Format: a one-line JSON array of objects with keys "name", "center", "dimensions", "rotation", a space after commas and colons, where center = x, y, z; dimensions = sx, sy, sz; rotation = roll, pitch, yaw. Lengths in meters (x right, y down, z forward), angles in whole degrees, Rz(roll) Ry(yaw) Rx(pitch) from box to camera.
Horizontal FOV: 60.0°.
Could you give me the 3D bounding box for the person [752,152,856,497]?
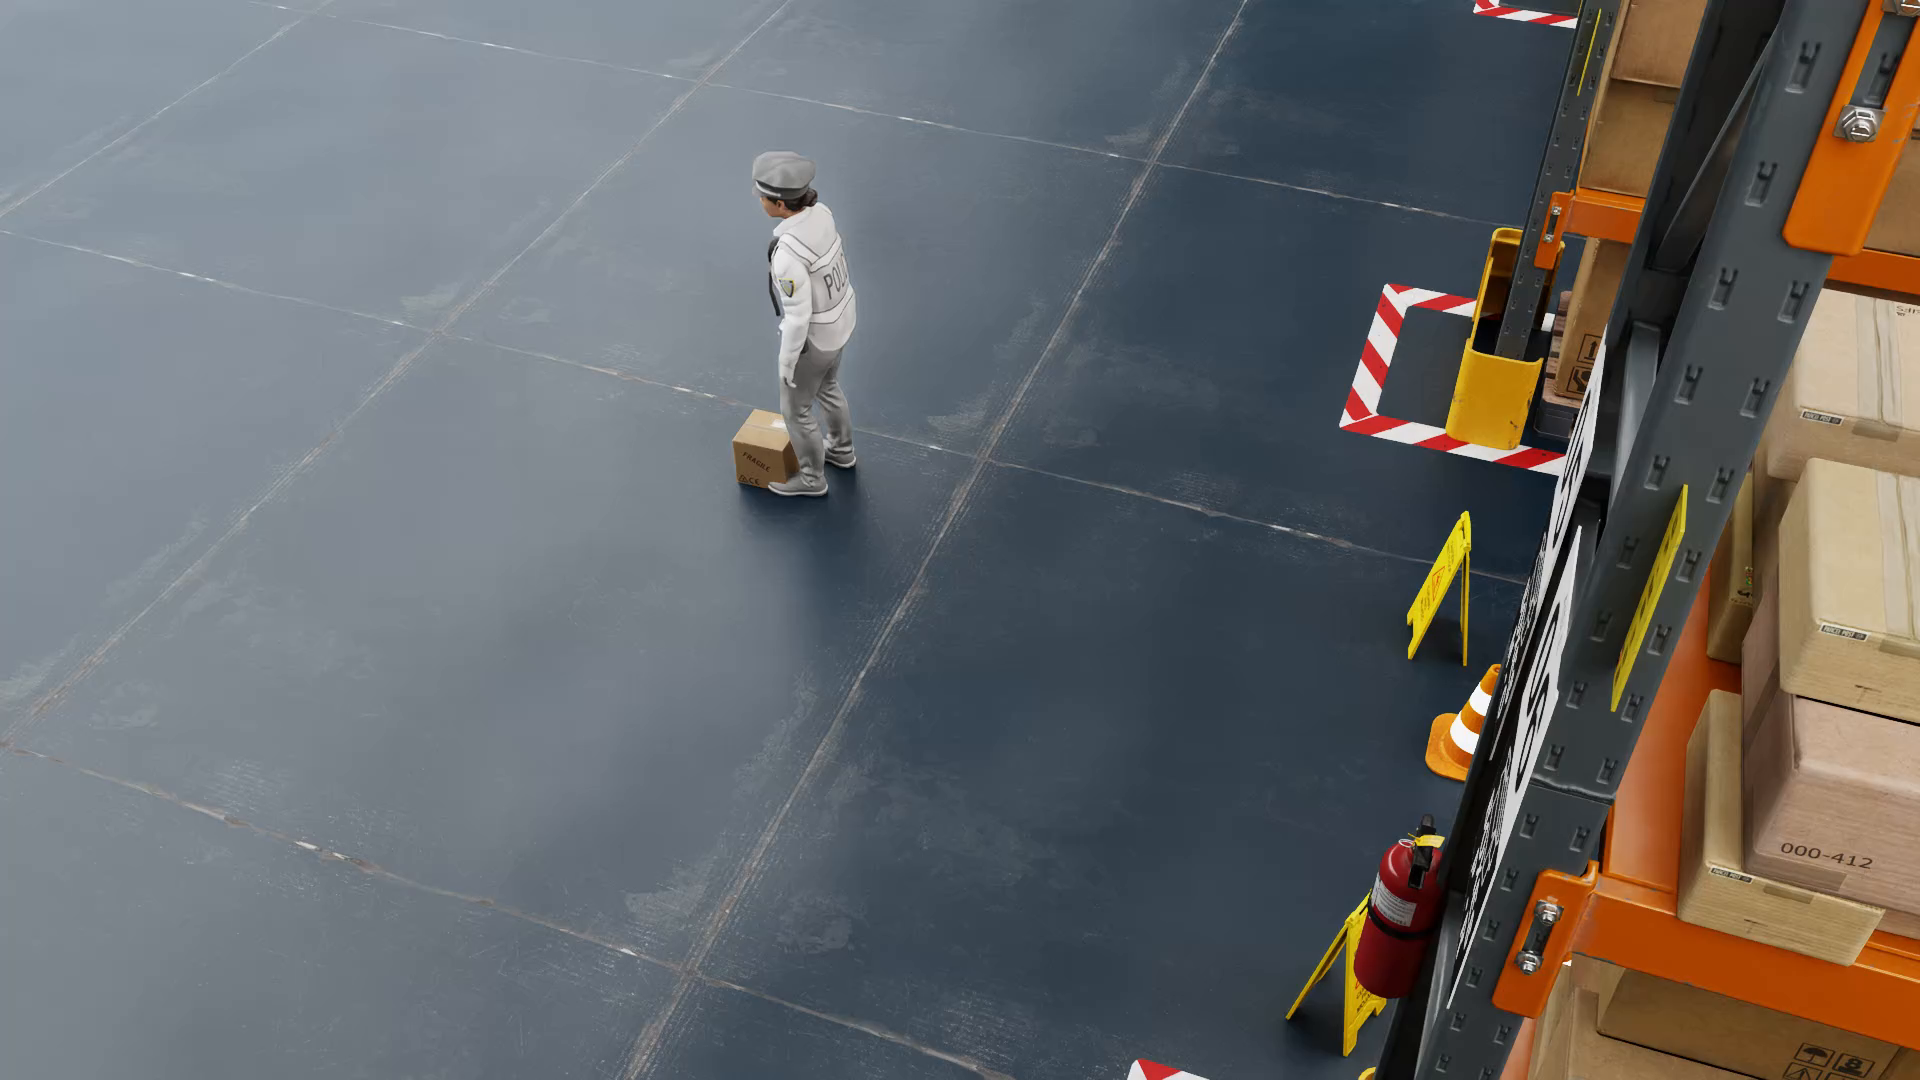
[{"name": "person", "center": [-0.666, -0.888, 7.153], "dimensions": [0.415, 1.662, 0.541], "rotation": [11, 43, 12]}]
